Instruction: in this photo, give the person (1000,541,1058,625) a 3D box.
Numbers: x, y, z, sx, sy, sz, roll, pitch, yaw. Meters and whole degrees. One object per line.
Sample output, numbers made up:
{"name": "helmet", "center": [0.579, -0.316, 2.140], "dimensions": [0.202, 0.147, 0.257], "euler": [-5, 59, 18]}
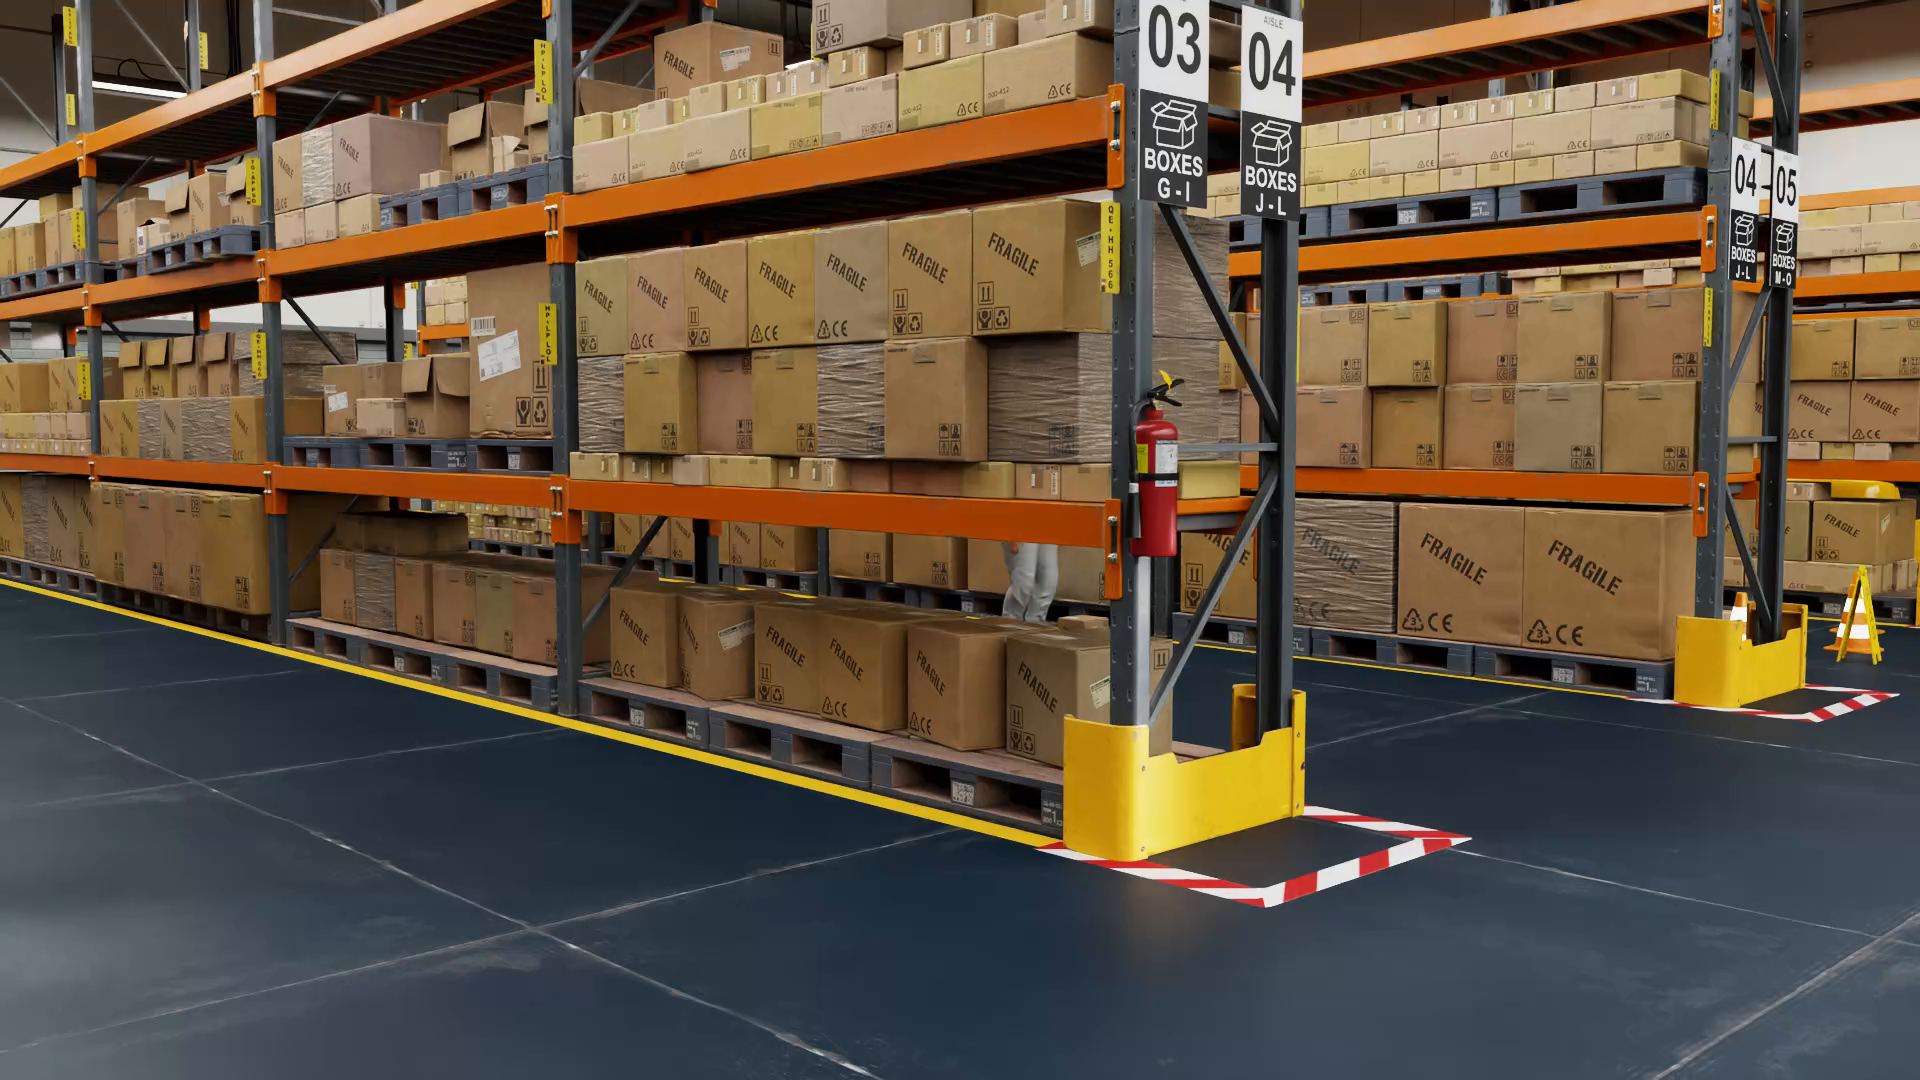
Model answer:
{"name": "person", "center": [0.499, -0.016, 11.822], "dimensions": [0.387, 1.718, 0.490], "euler": [3, 5, 37]}
